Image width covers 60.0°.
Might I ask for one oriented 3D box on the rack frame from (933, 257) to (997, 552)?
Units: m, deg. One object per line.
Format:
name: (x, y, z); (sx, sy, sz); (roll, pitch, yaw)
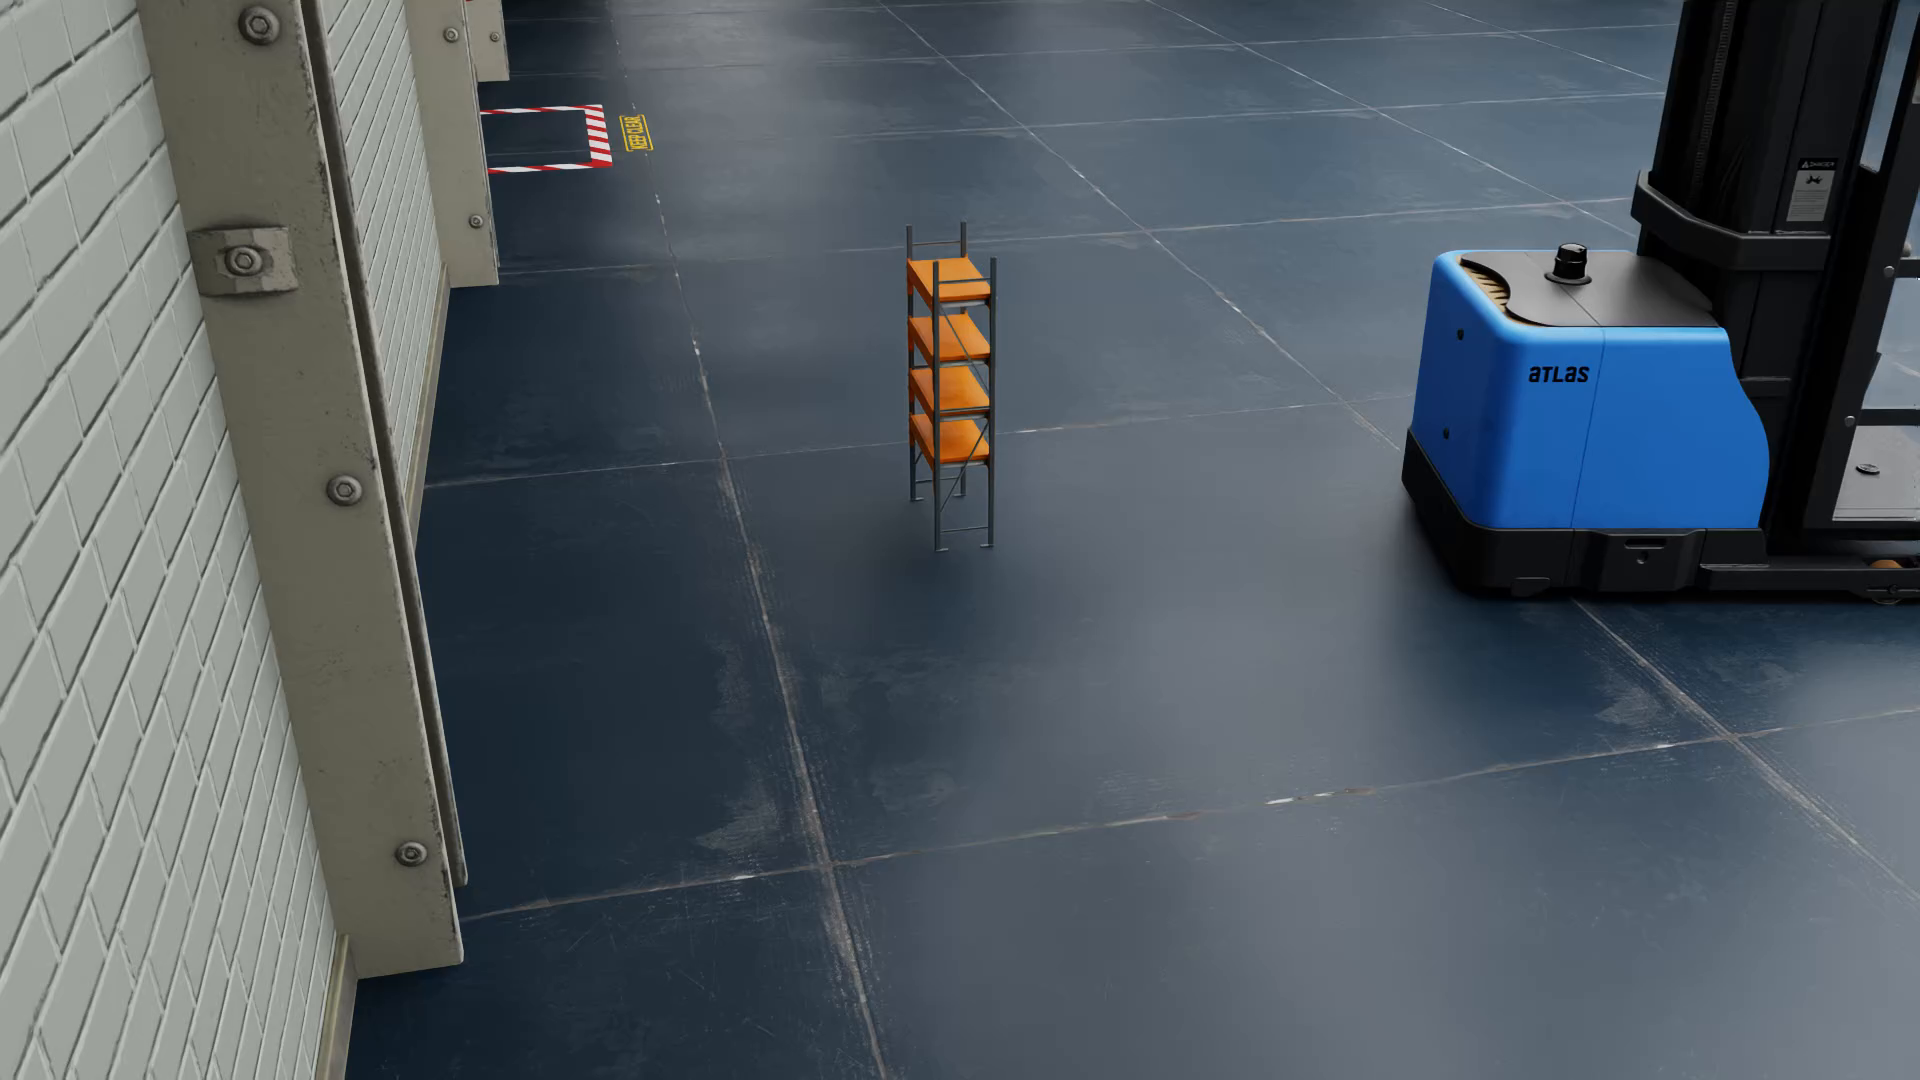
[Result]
rack frame: (0.018, -0.501, 6.411); (0.240, 1.200, 0.015); (-6, 27, -12)

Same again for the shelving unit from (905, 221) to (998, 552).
shelving unit: (-0.037, -0.608, 6.624); (0.258, 1.200, 0.503); (-6, 27, -12)

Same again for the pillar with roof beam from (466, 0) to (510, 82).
pillar with roof beam: (-0.047, -8.651, 13.903); (9.100, 9.000, 0.400); (-6, 27, -12)

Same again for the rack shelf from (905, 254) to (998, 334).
rack shelf: (-0.037, -0.959, 6.447); (0.258, 0.148, 0.480); (-6, 27, -12)

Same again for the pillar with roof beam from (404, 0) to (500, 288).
pillar with roof beam: (1.305, -6.017, 8.685); (9.100, 9.000, 0.400); (-6, 27, -12)

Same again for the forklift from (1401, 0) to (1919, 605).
forklift: (3.397, -1.305, 6.082); (3.031, 2.935, 1.130); (0, 27, 0)

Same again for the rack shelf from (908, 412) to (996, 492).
rack shelf: (-0.037, -0.371, 6.743); (0.258, 0.148, 0.480); (-6, 27, -12)

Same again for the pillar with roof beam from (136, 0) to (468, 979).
pillar with roof beam: (2.658, -3.383, 3.466); (9.100, 9.000, 0.400); (-6, 27, -12)

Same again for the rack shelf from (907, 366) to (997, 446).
rack shelf: (-0.037, -0.548, 6.654); (0.258, 0.148, 0.480); (-6, 27, -12)

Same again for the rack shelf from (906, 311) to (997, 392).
rack shelf: (-0.037, -0.748, 6.553); (0.258, 0.148, 0.480); (-6, 27, -12)

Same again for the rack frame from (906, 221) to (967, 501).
rack frame: (-0.092, -0.715, 6.836); (0.240, 1.200, 0.015); (-6, 27, -12)
